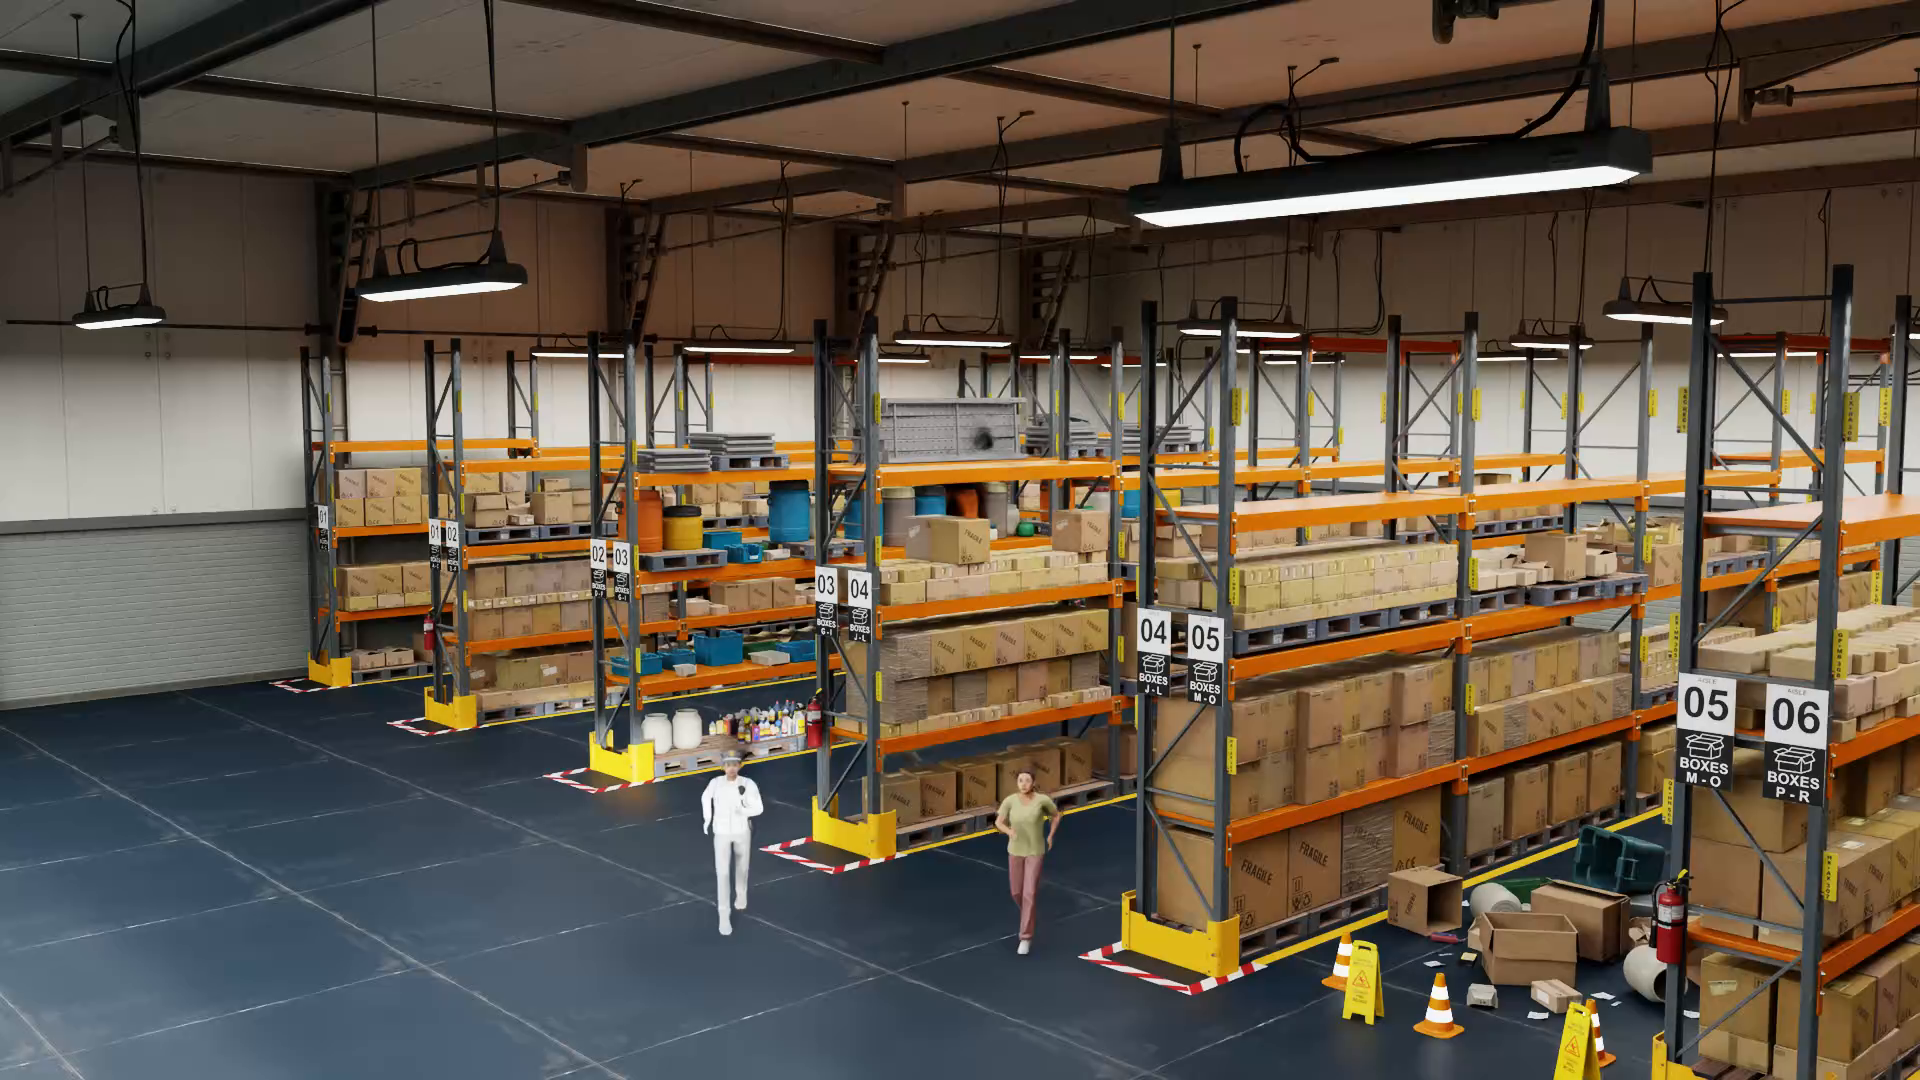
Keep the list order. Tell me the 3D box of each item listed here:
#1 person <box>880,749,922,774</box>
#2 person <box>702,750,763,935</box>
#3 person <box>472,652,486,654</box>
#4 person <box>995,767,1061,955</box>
[{"bbox_3d":[-0.904,2.348,21.808,0.669,1.758,0.959,4,6,36],"label":"person"},{"bbox_3d":[-2.218,2.875,16.215,0.600,1.709,0.903,-1,5,-6],"label":"person"},{"bbox_3d":[-8.222,1.872,28.050,0.584,1.640,0.639,4,6,35],"label":"person"},{"bbox_3d":[0.624,2.956,15.632,0.596,1.676,0.828,1,5,14],"label":"person"}]
